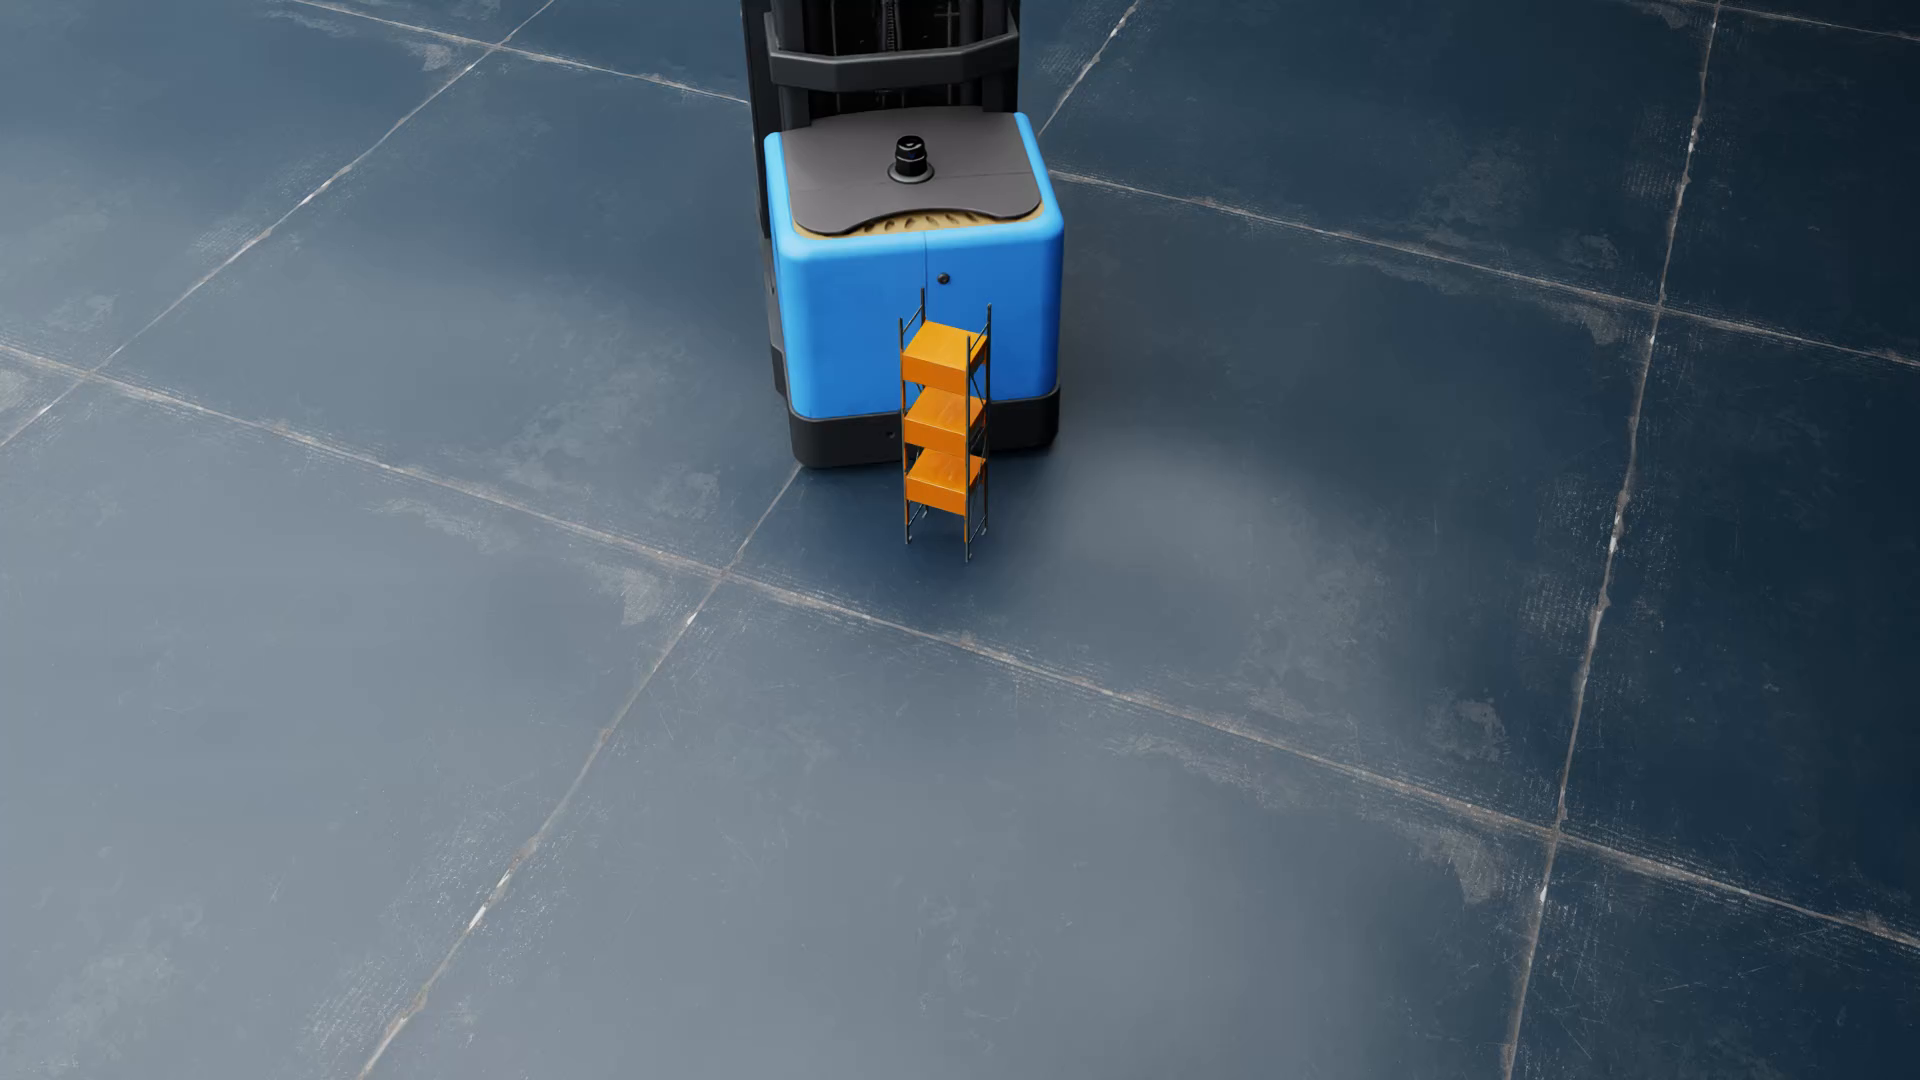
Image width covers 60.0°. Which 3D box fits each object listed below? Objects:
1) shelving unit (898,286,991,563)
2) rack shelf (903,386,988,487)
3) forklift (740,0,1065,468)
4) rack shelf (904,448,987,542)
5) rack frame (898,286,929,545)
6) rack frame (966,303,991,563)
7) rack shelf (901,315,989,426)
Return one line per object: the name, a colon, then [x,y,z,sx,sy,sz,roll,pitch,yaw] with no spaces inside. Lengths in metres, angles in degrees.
shelving unit: [-0.049,-0.387,5.894,0.252,1.050,0.215,16,47,16]
rack shelf: [-0.049,-0.379,5.902,0.240,0.259,0.215,16,47,16]
forklift: [-0.346,-2.367,6.551,1.130,2.935,3.031,-6,45,-6]
rack shelf: [-0.049,-0.182,6.098,0.240,0.259,0.215,16,47,16]
rack frame: [-0.162,-0.420,5.928,0.008,1.050,0.200,16,47,16]
rack frame: [0.063,-0.354,5.861,0.008,1.050,0.200,16,47,16]
rack shelf: [-0.049,-0.580,5.702,0.240,0.259,0.215,16,47,16]
